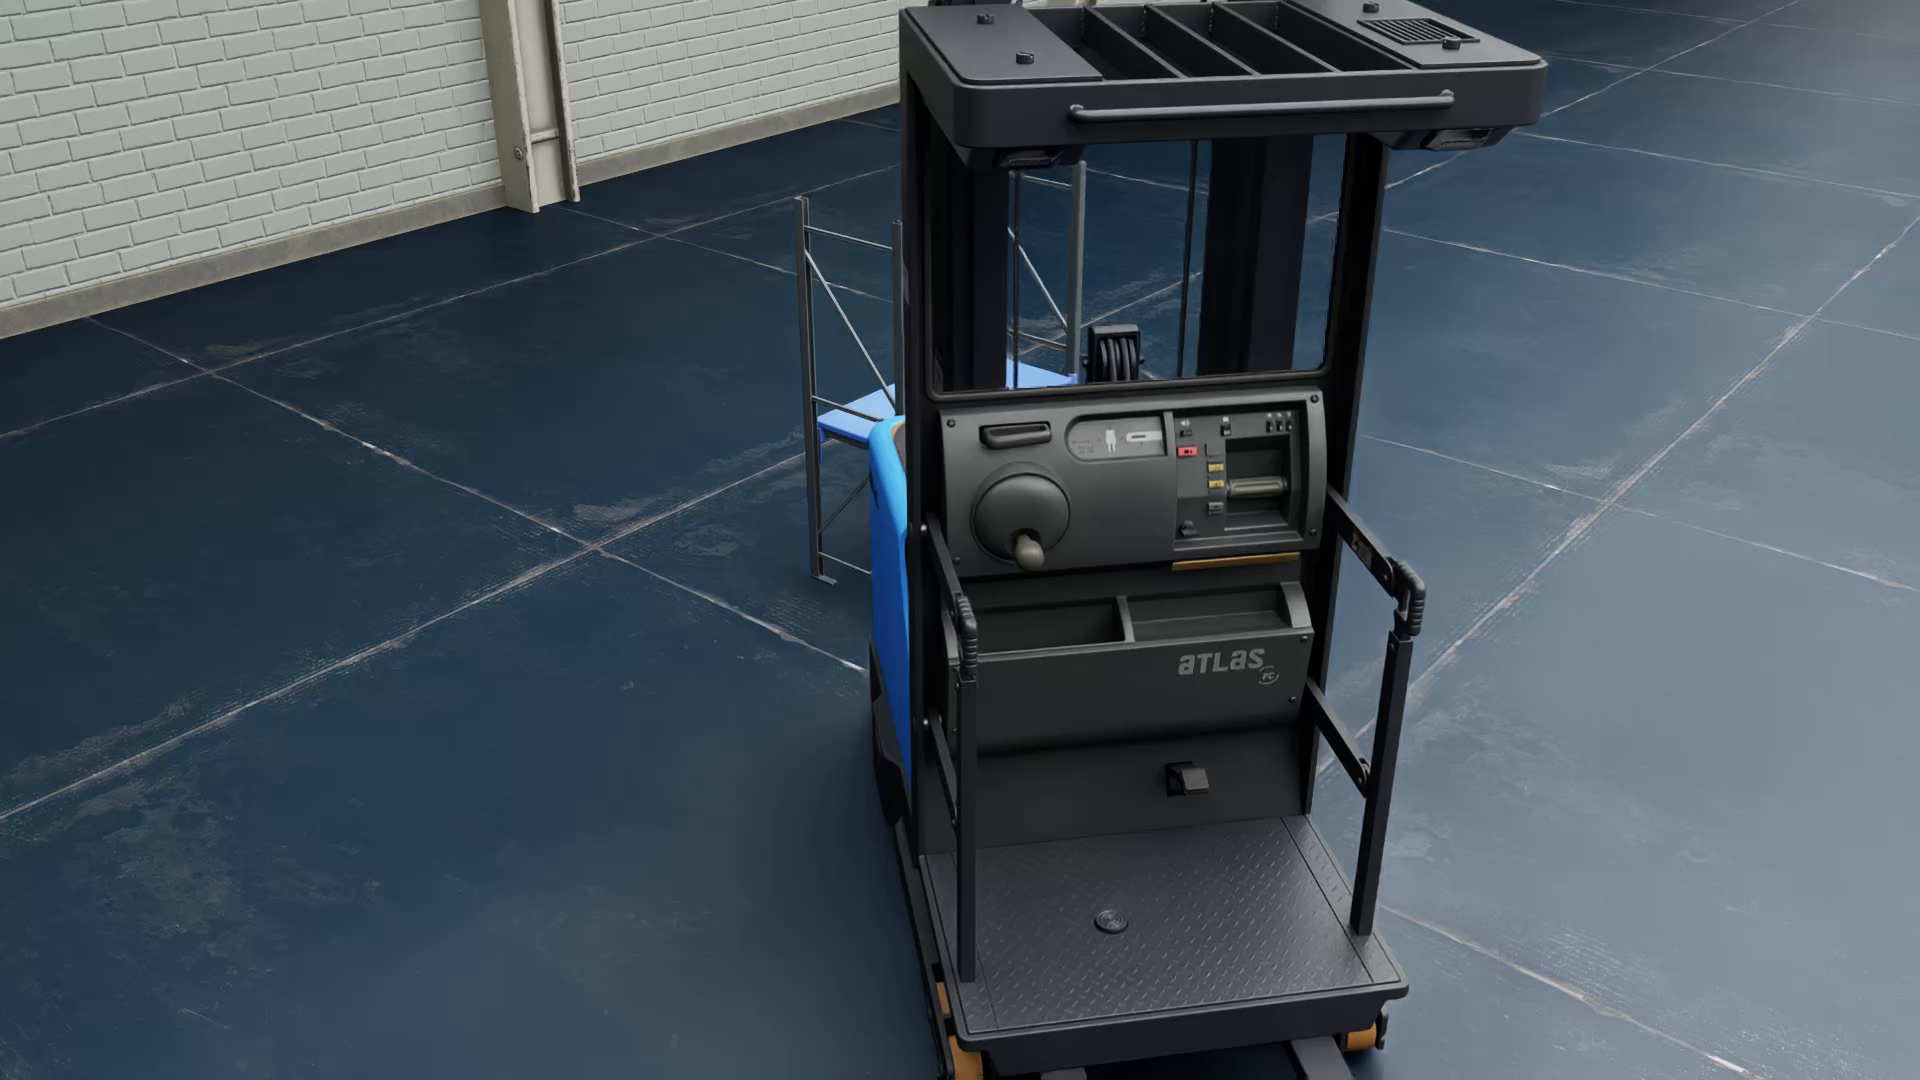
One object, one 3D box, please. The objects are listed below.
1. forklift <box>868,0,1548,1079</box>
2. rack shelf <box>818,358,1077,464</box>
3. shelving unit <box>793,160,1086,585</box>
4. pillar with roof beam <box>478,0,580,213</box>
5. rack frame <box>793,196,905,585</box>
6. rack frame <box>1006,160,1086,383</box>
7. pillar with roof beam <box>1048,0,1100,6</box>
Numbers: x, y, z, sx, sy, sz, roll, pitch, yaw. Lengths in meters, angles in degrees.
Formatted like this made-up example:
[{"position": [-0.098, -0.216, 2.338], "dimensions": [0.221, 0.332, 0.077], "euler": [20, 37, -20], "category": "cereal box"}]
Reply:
[{"position": [0.456, -0.104, 3.761], "dimensions": [1.130, 2.935, 3.031], "euler": [-4, 28, -9], "category": "forklift"}, {"position": [-0.054, -0.476, 6.430], "dimensions": [0.538, 0.185, 1.000], "euler": [21, 34, 34], "category": "rack shelf"}, {"position": [-0.054, -0.636, 6.347], "dimensions": [0.538, 1.500, 1.048], "euler": [21, 34, 34], "category": "shelving unit"}, {"position": [0.533, -4.994, 6.610], "dimensions": [9.100, 9.000, 0.400], "euler": [21, 34, 34], "category": "pillar with roof beam"}, {"position": [-0.378, -0.456, 5.999], "dimensions": [0.500, 1.500, 0.032], "euler": [21, 34, 34], "category": "rack frame"}, {"position": [0.269, -0.816, 6.695], "dimensions": [0.500, 1.500, 0.032], "euler": [21, 34, 34], "category": "rack frame"}, {"position": [4.350, -7.121, 10.722], "dimensions": [9.100, 9.000, 0.400], "euler": [21, 34, 34], "category": "pillar with roof beam"}]
